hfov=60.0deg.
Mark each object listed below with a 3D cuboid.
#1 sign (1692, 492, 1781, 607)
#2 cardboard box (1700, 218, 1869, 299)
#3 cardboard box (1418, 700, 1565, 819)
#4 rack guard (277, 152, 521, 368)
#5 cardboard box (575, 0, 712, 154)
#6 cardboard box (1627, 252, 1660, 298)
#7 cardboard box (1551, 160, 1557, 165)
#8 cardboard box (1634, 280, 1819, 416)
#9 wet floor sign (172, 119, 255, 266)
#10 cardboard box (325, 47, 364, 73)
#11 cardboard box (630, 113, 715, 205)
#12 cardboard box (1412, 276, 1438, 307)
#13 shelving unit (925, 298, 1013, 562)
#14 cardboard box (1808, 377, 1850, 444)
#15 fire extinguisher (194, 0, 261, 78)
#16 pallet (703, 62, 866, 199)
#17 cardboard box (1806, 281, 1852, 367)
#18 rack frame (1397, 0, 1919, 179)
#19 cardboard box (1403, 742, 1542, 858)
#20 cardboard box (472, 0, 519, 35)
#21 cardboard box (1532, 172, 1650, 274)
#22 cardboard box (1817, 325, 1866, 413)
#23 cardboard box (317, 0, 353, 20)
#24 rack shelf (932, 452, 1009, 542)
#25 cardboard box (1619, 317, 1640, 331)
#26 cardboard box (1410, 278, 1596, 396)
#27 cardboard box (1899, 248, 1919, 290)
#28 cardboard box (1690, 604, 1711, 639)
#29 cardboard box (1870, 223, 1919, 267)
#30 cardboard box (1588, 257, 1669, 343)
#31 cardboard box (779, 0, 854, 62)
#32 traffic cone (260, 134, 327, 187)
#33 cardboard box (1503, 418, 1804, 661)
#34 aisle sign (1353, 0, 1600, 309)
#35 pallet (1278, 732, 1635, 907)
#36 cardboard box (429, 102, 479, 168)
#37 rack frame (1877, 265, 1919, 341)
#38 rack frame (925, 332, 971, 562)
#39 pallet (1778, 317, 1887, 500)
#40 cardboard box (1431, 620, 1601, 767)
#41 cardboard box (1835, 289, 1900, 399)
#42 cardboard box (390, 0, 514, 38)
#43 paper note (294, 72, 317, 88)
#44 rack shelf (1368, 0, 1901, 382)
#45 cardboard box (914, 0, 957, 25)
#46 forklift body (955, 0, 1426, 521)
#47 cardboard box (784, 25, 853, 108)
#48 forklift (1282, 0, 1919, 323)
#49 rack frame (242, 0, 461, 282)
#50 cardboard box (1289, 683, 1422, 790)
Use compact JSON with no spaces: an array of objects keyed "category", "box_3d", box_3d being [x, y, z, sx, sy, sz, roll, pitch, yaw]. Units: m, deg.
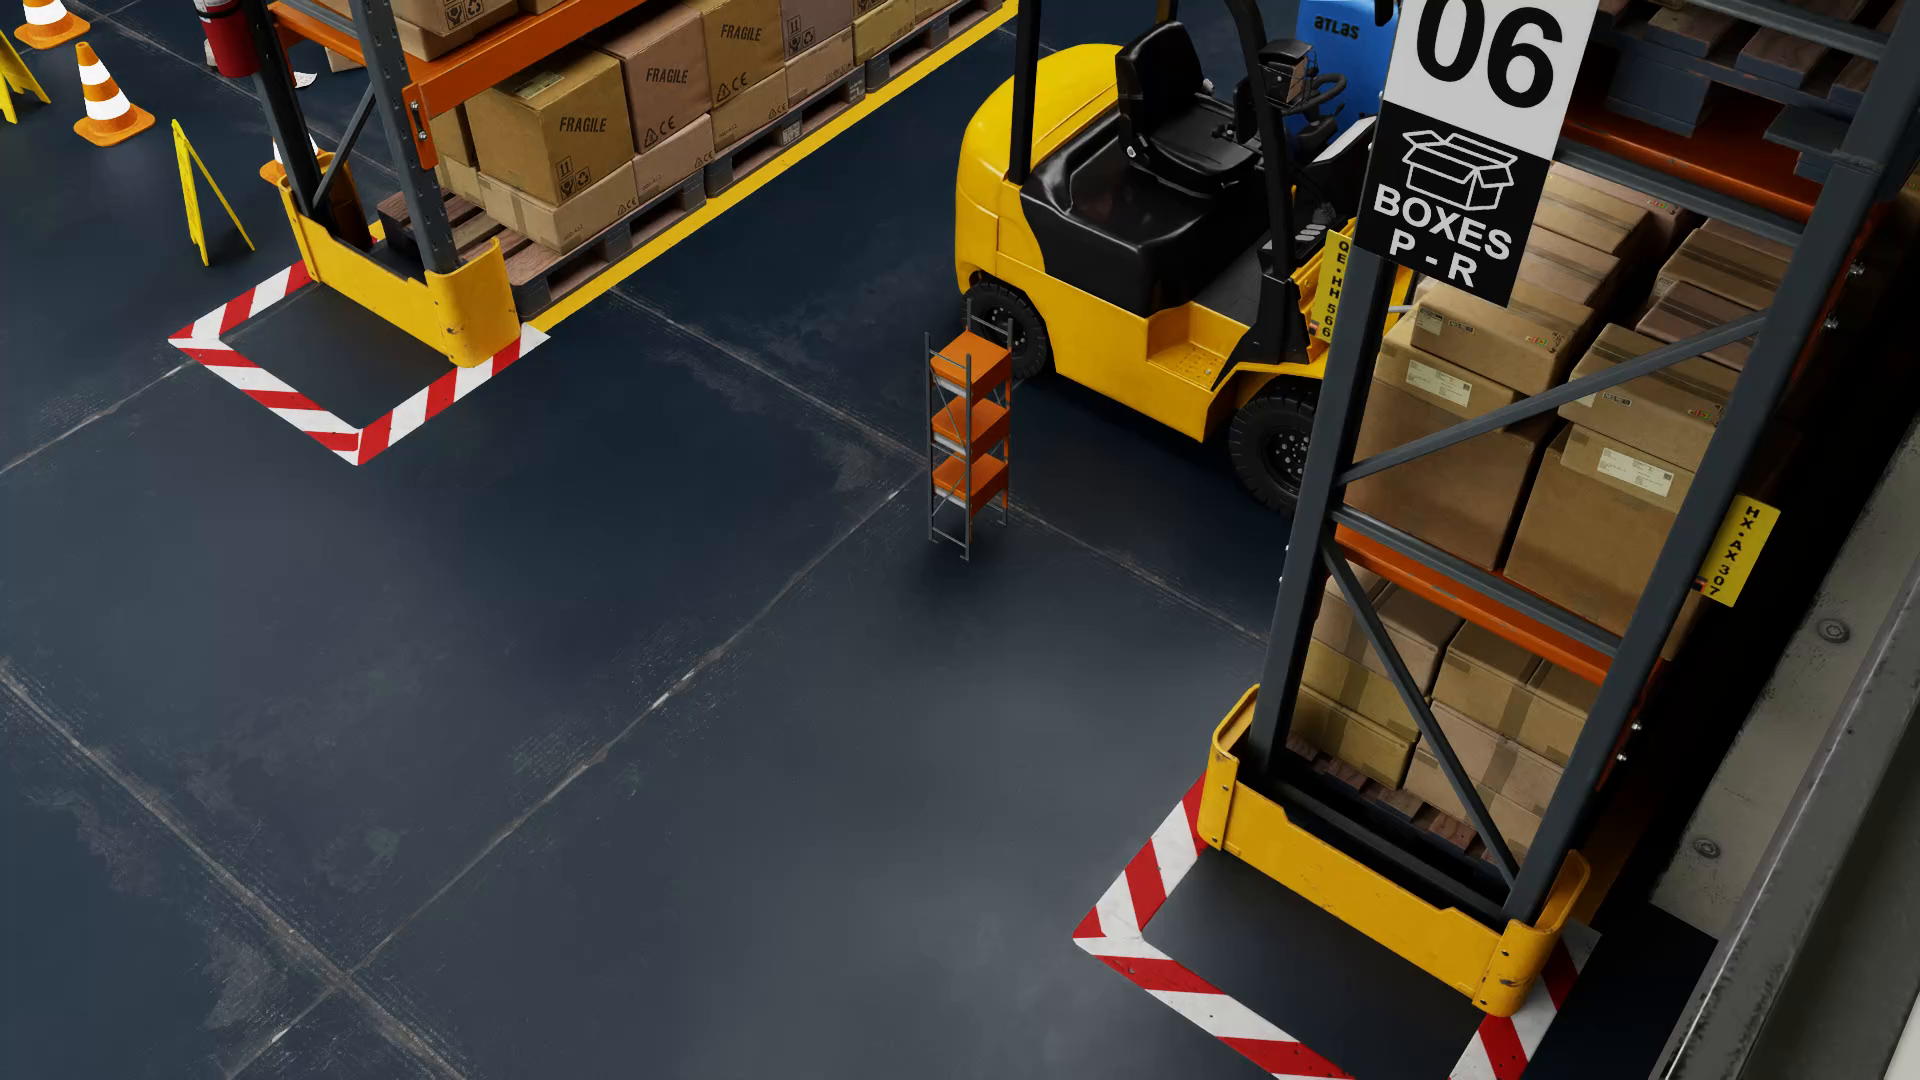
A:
[{"category":"sign","box_3d":[1.799,0.025,3.861,0.100,0.325,0.005,29,53,25]},{"category":"cardboard box","box_3d":[2.238,-0.783,4.563,0.380,0.149,0.250,29,53,25]},{"category":"cardboard box","box_3d":[1.815,0.558,5.271,0.500,0.250,0.500,30,53,26]},{"category":"rack guard","box_3d":[-2.520,-1.269,7.480,1.175,0.500,0.348,29,53,25]},{"category":"cardboard box","box_3d":[-1.524,-2.198,7.731,0.500,0.500,0.500,27,52,24]},{"category":"cardboard box","box_3d":[1.854,-0.895,4.876,0.380,0.149,0.250,29,53,25]},{"category":"cardboard box","box_3d":[1.963,-1.181,4.943,0.380,0.149,0.250,30,53,26]},{"category":"cardboard box","box_3d":[1.950,-0.481,4.274,0.380,0.149,0.250,31,54,26]},{"category":"wet floor sign","box_3d":[-3.530,-1.640,7.734,0.232,0.644,0.267,-25,51,-22]},{"category":"cardboard box","box_3d":[-3.364,-2.747,9.134,0.250,0.149,0.380,-17,49,-15]},{"category":"cardboard box","box_3d":[-1.537,-1.913,7.977,0.500,0.250,0.500,31,54,26]},{"category":"cardboard box","box_3d":[1.486,-0.637,4.630,0.380,0.149,0.250,30,53,26]},{"category":"shelving unit","box_3d":[0.033,-0.393,6.263,0.215,1.050,0.252,29,53,25]},{"category":"cardboard box","box_3d":[3.369,-0.721,6.838,0.500,0.250,0.500,29,53,25]},{"category":"fire extinguisher","box_3d":[-3.001,-2.201,6.694,0.296,0.674,0.183,29,53,25]},{"category":"pallet","box_3d":[-1.249,-2.314,8.677,1.003,0.211,1.213,29,53,25]},{"category":"cardboard box","box_3d":[2.249,-0.673,4.664,0.380,0.149,0.250,27,52,24]},{"category":"rack frame","box_3d":[1.363,-1.969,2.271,1.000,3.000,0.127,29,53,25]},{"category":"cardboard box","box_3d":[1.819,0.713,5.468,0.500,0.250,0.500,29,53,25]},{"category":"cardboard box","box_3d":[-2.052,-2.256,6.868,0.380,0.149,0.250,30,53,26]},{"category":"cardboard box","box_3d":[1.680,-0.873,4.649,0.380,0.149,0.250,30,53,26]},{"category":"cardboard box","box_3d":[2.491,-0.690,5.129,0.500,0.500,0.500,29,53,25]},{"category":"cardboard box","box_3d":[-2.507,-2.311,6.920,0.380,0.149,0.250,31,54,26]},{"category":"rack shelf","box_3d":[0.033,-0.194,6.471,0.215,0.259,0.240,29,53,25]},{"category":"cardboard box","box_3d":[1.877,-0.404,4.407,0.380,0.149,0.250,29,53,25]},{"category":"cardboard box","box_3d":[1.416,-0.557,4.347,0.380,0.149,0.250,29,53,25]},{"category":"cardboard box","box_3d":[3.137,-1.265,5.677,0.500,0.500,0.500,28,52,24]},{"category":"cardboard box","box_3d":[2.450,0.141,6.015,0.500,0.250,0.500,29,53,25]},{"category":"cardboard box","box_3d":[2.618,-0.939,4.918,0.380,0.149,0.250,31,54,26]},{"category":"cardboard box","box_3d":[1.781,-0.622,5.064,0.500,0.500,0.500,31,54,26]},{"category":"cardboard box","box_3d":[-0.891,-2.791,8.297,0.500,0.500,0.500,32,54,27]},{"category":"traffic cone","box_3d":[-3.325,-2.029,8.232,0.336,0.463,0.334,29,53,25]},{"category":"cardboard box","box_3d":[1.886,-0.092,4.558,0.500,0.500,0.500,31,54,26]},{"category":"aisle sign","box_3d":[1.091,-0.887,3.588,0.394,0.787,0.004,29,53,25]},{"category":"pallet","box_3d":[1.798,0.610,5.884,1.003,0.211,1.213,29,53,25]},{"category":"cardboard box","box_3d":[-2.283,-2.117,7.654,0.500,0.500,0.500,30,53,25]},{"category":"rack frame","box_3d":[3.809,-2.186,6.627,1.000,3.000,0.127,29,53,25]},{"category":"rack frame","box_3d":[-0.042,-0.323,6.196,0.200,1.050,0.008,29,53,25]},{"category":"pallet","box_3d":[3.290,-0.786,7.218,1.003,0.211,1.213,29,53,25]},{"category":"cardboard box","box_3d":[1.807,0.371,5.104,0.500,0.250,0.500,28,53,24]},{"category":"cardboard box","box_3d":[3.375,-0.882,6.647,0.500,0.250,0.500,30,53,26]},{"category":"cardboard box","box_3d":[-2.058,-2.375,6.532,0.500,0.500,0.500,28,53,24]},{"category":"paper note","box_3d":[-3.564,-2.485,8.965,0.148,0.019,0.142,13,48,12]},{"category":"rack shelf","box_3d":[2.586,-1.829,4.709,1.077,0.370,4.000,29,53,25]},{"category":"cardboard box","box_3d":[-0.270,-3.116,9.127,0.500,0.250,0.500,32,54,27]},{"category":"forklift body","box_3d":[1.079,-1.495,6.554,2.313,2.155,1.214,29,53,25]},{"category":"cardboard box","box_3d":[-0.902,-2.518,8.555,0.500,0.250,0.500,30,53,26]},{"category":"forklift","box_3d":[3.083,-2.560,7.031,3.031,2.935,1.130,23,51,20]},{"category":"rack frame","box_3d":[-2.567,-2.089,6.534,1.000,3.000,0.127,29,53,25]},{"category":"cardboard box","box_3d":[1.401,0.499,5.673,0.500,0.250,0.500,30,53,25]}]
